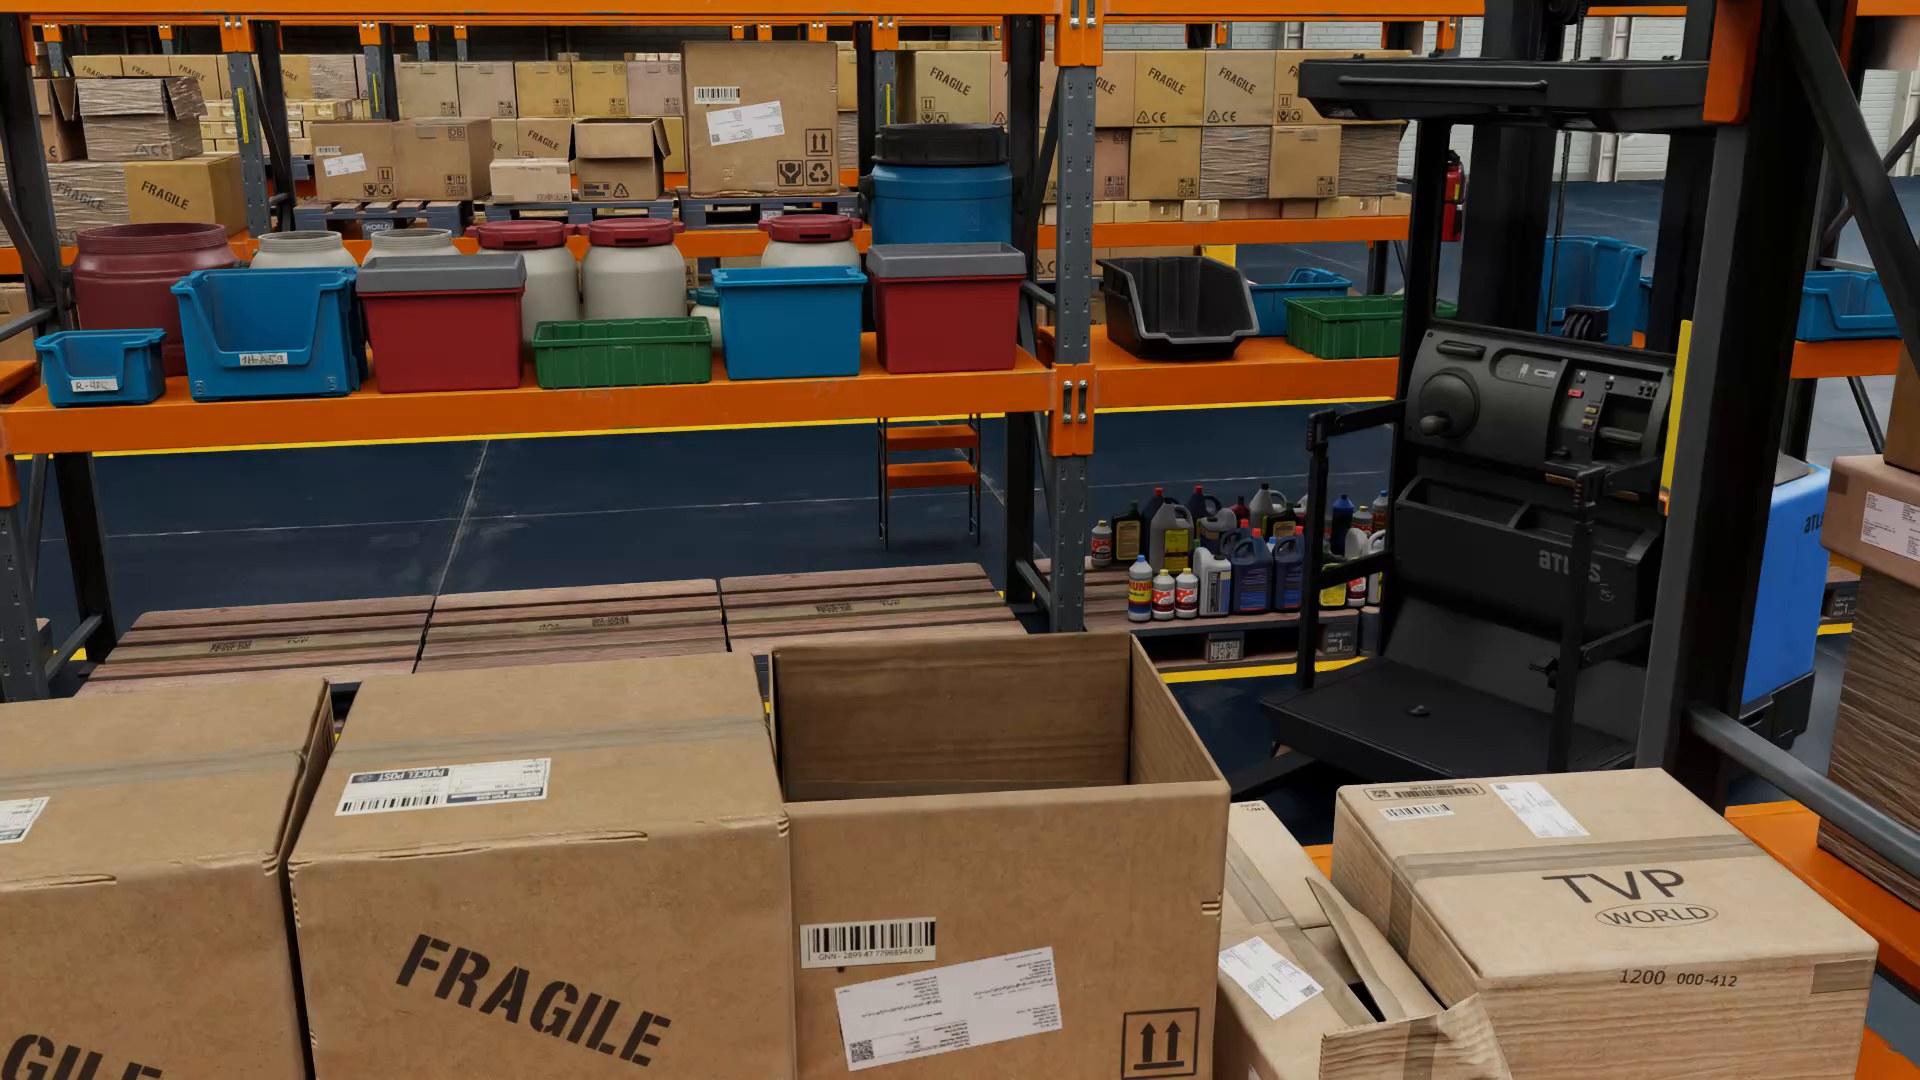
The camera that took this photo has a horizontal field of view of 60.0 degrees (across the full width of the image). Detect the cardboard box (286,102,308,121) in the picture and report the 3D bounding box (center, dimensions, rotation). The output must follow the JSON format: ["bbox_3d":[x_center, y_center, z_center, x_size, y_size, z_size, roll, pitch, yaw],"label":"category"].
[{"bbox_3d":[-5.991,-3.839,14.901,0.250,0.149,0.380,-3,17,-11],"label":"cardboard box"}]

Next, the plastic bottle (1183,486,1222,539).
[{"bbox_3d":[1.125,-0.080,7.725,0.185,0.351,0.144,-4,18,-13],"label":"plastic bottle"}]

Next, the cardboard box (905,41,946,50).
[{"bbox_3d":[-0.490,-6.018,20.917,0.500,0.500,0.700,-3,17,-11],"label":"cardboard box"}]

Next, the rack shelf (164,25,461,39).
[{"bbox_3d":[-9.297,-7.477,24.164,4.000,0.370,1.077,-3,17,-10],"label":"rack shelf"}]

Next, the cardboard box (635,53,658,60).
[{"bbox_3d":[-3.810,-5.837,20.209,0.250,0.149,0.380,-4,18,-13],"label":"cardboard box"}]

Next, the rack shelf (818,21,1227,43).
[{"bbox_3d":[0.541,-5.071,16.329,4.000,0.370,1.077,-3,17,-10],"label":"rack shelf"}]

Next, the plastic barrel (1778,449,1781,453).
[{"bbox_3d":[3.654,-0.182,7.817,0.421,0.512,0.421,0,17,0],"label":"plastic barrel"}]

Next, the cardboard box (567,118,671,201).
[{"bbox_3d":[-2.266,-2.561,11.150,0.637,0.503,0.797,-1,17,-5],"label":"cardboard box"}]

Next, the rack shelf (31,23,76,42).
[{"bbox_3d":[-12.280,-5.824,18.780,4.000,0.370,1.077,-3,17,-10],"label":"rack shelf"}]

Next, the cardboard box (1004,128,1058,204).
[{"bbox_3d":[0.370,-2.649,11.650,0.500,0.500,0.875,-3,17,-10],"label":"cardboard box"}]

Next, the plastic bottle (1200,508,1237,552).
[{"bbox_3d":[1.177,-0.003,7.602,0.135,0.276,0.152,-3,17,-10],"label":"plastic bottle"}]

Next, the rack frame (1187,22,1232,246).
[{"bbox_3d":[2.505,-4.092,17.026,0.127,3.000,1.000,-3,17,-10],"label":"rack frame"}]

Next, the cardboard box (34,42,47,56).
[{"bbox_3d":[-10.558,-5.572,18.867,0.250,0.149,0.380,-4,17,-12],"label":"cardboard box"}]

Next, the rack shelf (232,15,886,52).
[{"bbox_3d":[-2.545,-3.413,10.930,4.000,0.370,1.077,-3,17,-10],"label":"rack shelf"}]

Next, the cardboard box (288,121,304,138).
[{"bbox_3d":[-6.011,-3.695,14.940,0.250,0.149,0.380,-3,17,-8],"label":"cardboard box"}]

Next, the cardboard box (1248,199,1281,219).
[{"bbox_3d":[2.123,-2.407,11.969,0.250,0.149,0.380,-3,17,-10],"label":"cardboard box"}]

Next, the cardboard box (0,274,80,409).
[{"bbox_3d":[-6.067,-1.316,10.892,0.875,0.875,1.225,-3,17,-10],"label":"cardboard box"}]

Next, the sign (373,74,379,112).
[{"bbox_3d":[-5.238,-4.006,14.910,0.005,0.325,0.100,-3,17,-10],"label":"sign"}]

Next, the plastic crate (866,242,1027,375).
[{"bbox_3d":[-0.059,-0.922,6.594,0.583,0.464,0.402,-3,17,-10],"label":"plastic crate"}]

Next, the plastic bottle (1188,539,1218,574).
[{"bbox_3d":[1.046,0.134,7.144,0.133,0.283,0.061,-3,17,-10],"label":"plastic bottle"}]

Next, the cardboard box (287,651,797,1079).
[{"bbox_3d":[-0.472,0.470,2.004,0.500,0.500,0.500,-3,17,-10],"label":"cardboard box"}]

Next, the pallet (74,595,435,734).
[{"bbox_3d":[-2.801,0.518,6.767,1.213,0.211,1.003,-3,17,-10],"label":"pallet"}]

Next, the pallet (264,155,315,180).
[{"bbox_3d":[-6.030,-3.485,15.375,1.003,0.211,1.213,-3,17,-10],"label":"pallet"}]

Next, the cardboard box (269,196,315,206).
[{"bbox_3d":[-7.959,-4.190,20.248,0.875,0.875,0.875,-3,17,-10],"label":"cardboard box"}]

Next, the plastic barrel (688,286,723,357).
[{"bbox_3d":[-0.970,-0.911,6.903,0.301,0.262,0.301,0,17,0],"label":"plastic barrel"}]

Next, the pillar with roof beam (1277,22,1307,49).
[{"bbox_3d":[6.374,-9.126,23.199,0.400,9.000,9.100,-3,17,-10],"label":"pillar with roof beam"}]

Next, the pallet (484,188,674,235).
[{"bbox_3d":[-2.573,-2.242,11.328,1.213,0.211,1.003,-3,17,-10],"label":"pallet"}]

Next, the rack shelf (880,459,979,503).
[{"bbox_3d":[-0.163,-0.310,8.684,0.480,0.148,0.258,-3,17,-10],"label":"rack shelf"}]

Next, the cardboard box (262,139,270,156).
[{"bbox_3d":[-6.244,-3.540,14.940,0.250,0.149,0.380,-3,17,-10],"label":"cardboard box"}]

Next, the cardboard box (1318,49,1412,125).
[{"bbox_3d":[2.853,-3.223,11.816,0.500,0.500,0.500,-3,17,-10],"label":"cardboard box"}]

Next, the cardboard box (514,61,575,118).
[{"bbox_3d":[-3.908,-4.252,15.674,0.500,0.500,0.700,-4,17,-11],"label":"cardboard box"}]

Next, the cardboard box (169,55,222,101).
[{"bbox_3d":[-8.842,-5.376,19.333,0.500,0.500,0.500,-4,17,-12],"label":"cardboard box"}]

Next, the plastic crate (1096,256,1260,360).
[{"bbox_3d":[0.897,-0.969,6.963,0.504,0.338,0.767,-3,17,-10],"label":"plastic crate"}]

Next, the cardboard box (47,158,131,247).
[{"bbox_3d":[-5.437,-2.134,10.480,0.500,0.500,0.500,-3,17,-11],"label":"cardboard box"}]

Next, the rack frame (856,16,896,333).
[{"bbox_3d":[-0.581,-2.434,11.627,0.127,3.000,1.000,-3,17,-10],"label":"rack frame"}]

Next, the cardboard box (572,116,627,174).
[{"bbox_3d":[-3.375,-3.726,15.663,0.500,0.500,0.500,-3,17,-11],"label":"cardboard box"}]

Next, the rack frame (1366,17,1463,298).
[{"bbox_3d":[3.346,-2.657,12.353,0.127,3.000,1.000,-3,17,-10],"label":"rack frame"}]

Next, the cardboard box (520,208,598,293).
[{"bbox_3d":[-3.878,-2.830,16.032,0.750,0.750,1.050,-3,17,-10],"label":"cardboard box"}]

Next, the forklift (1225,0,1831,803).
[{"bbox_3d":[1.734,-0.470,5.350,3.031,2.935,1.130,-13,22,-37],"label":"forklift"}]

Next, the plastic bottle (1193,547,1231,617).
[{"bbox_3d":[1.067,0.168,7.045,0.135,0.276,0.152,-3,17,-8],"label":"plastic bottle"}]

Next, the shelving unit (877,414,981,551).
[{"bbox_3d":[-0.163,-0.564,8.606,0.503,1.200,0.258,-3,17,-10],"label":"shelving unit"}]

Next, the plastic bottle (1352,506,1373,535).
[{"bbox_3d":[1.915,-0.060,7.916,0.097,0.201,0.097,0,17,0],"label":"plastic bottle"}]

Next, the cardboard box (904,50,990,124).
[{"bbox_3d":[-0.091,-3.054,11.265,0.500,0.500,0.500,-3,17,-10],"label":"cardboard box"}]

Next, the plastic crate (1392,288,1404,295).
[{"bbox_3d":[1.905,-1.044,7.550,0.437,0.136,0.530,-3,17,-10],"label":"plastic crate"}]

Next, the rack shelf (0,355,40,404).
[{"bbox_3d":[-5.533,-0.328,5.996,4.000,0.370,1.077,-3,17,-10],"label":"rack shelf"}]

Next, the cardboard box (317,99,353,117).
[{"bbox_3d":[-5.845,-4.042,15.561,0.250,0.149,0.380,-3,17,-10],"label":"cardboard box"}]

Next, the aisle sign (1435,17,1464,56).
[{"bbox_3d":[3.464,-3.816,11.701,0.004,0.787,0.394,-3,17,-10],"label":"aisle sign"}]

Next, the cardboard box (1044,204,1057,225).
[{"bbox_3d":[0.672,-2.290,11.586,0.250,0.149,0.380,-3,17,-10],"label":"cardboard box"}]
